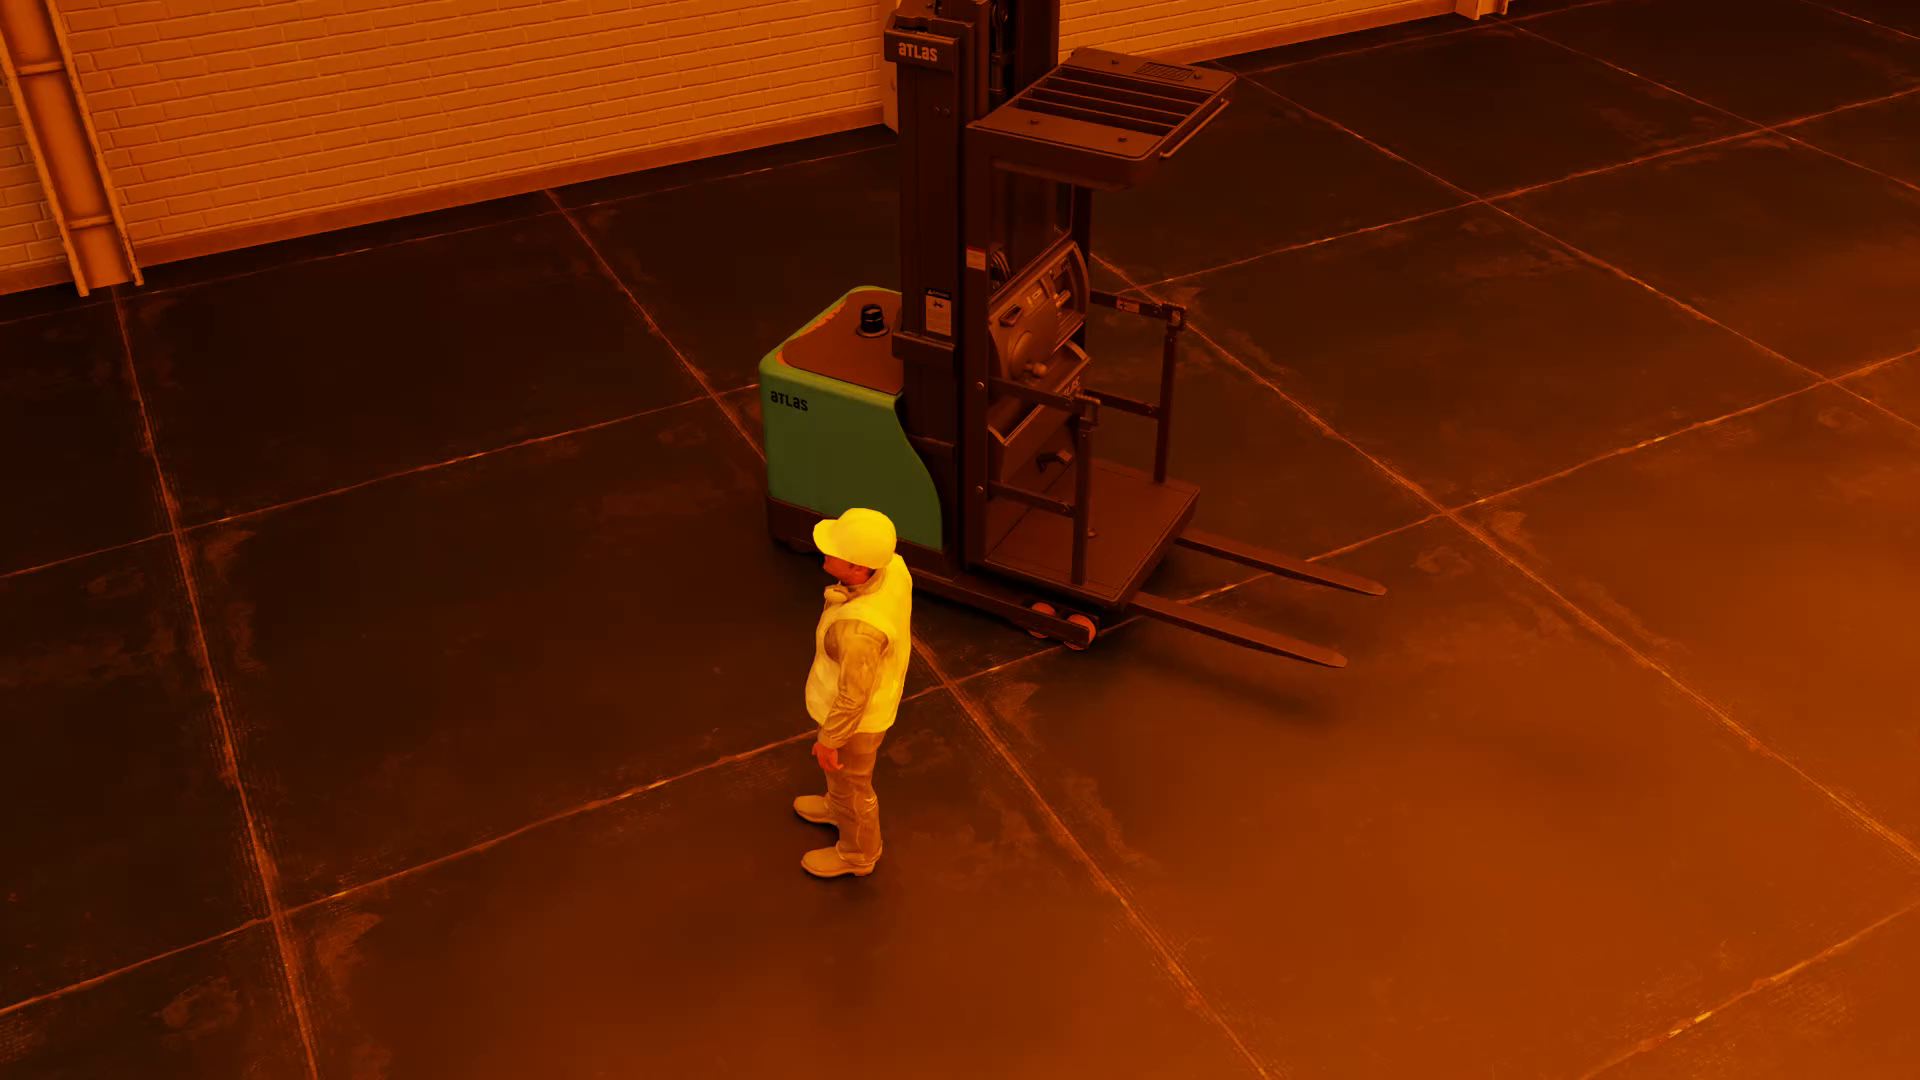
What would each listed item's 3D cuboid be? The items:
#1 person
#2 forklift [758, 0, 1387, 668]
[{"bbox_3d":[-0.466,0.587,6.282,0.569,1.773,0.630,6,36,8],"label":"person"},{"bbox_3d":[0.550,-1.026,7.574,3.031,2.935,1.130,17,39,23],"label":"forklift"}]
